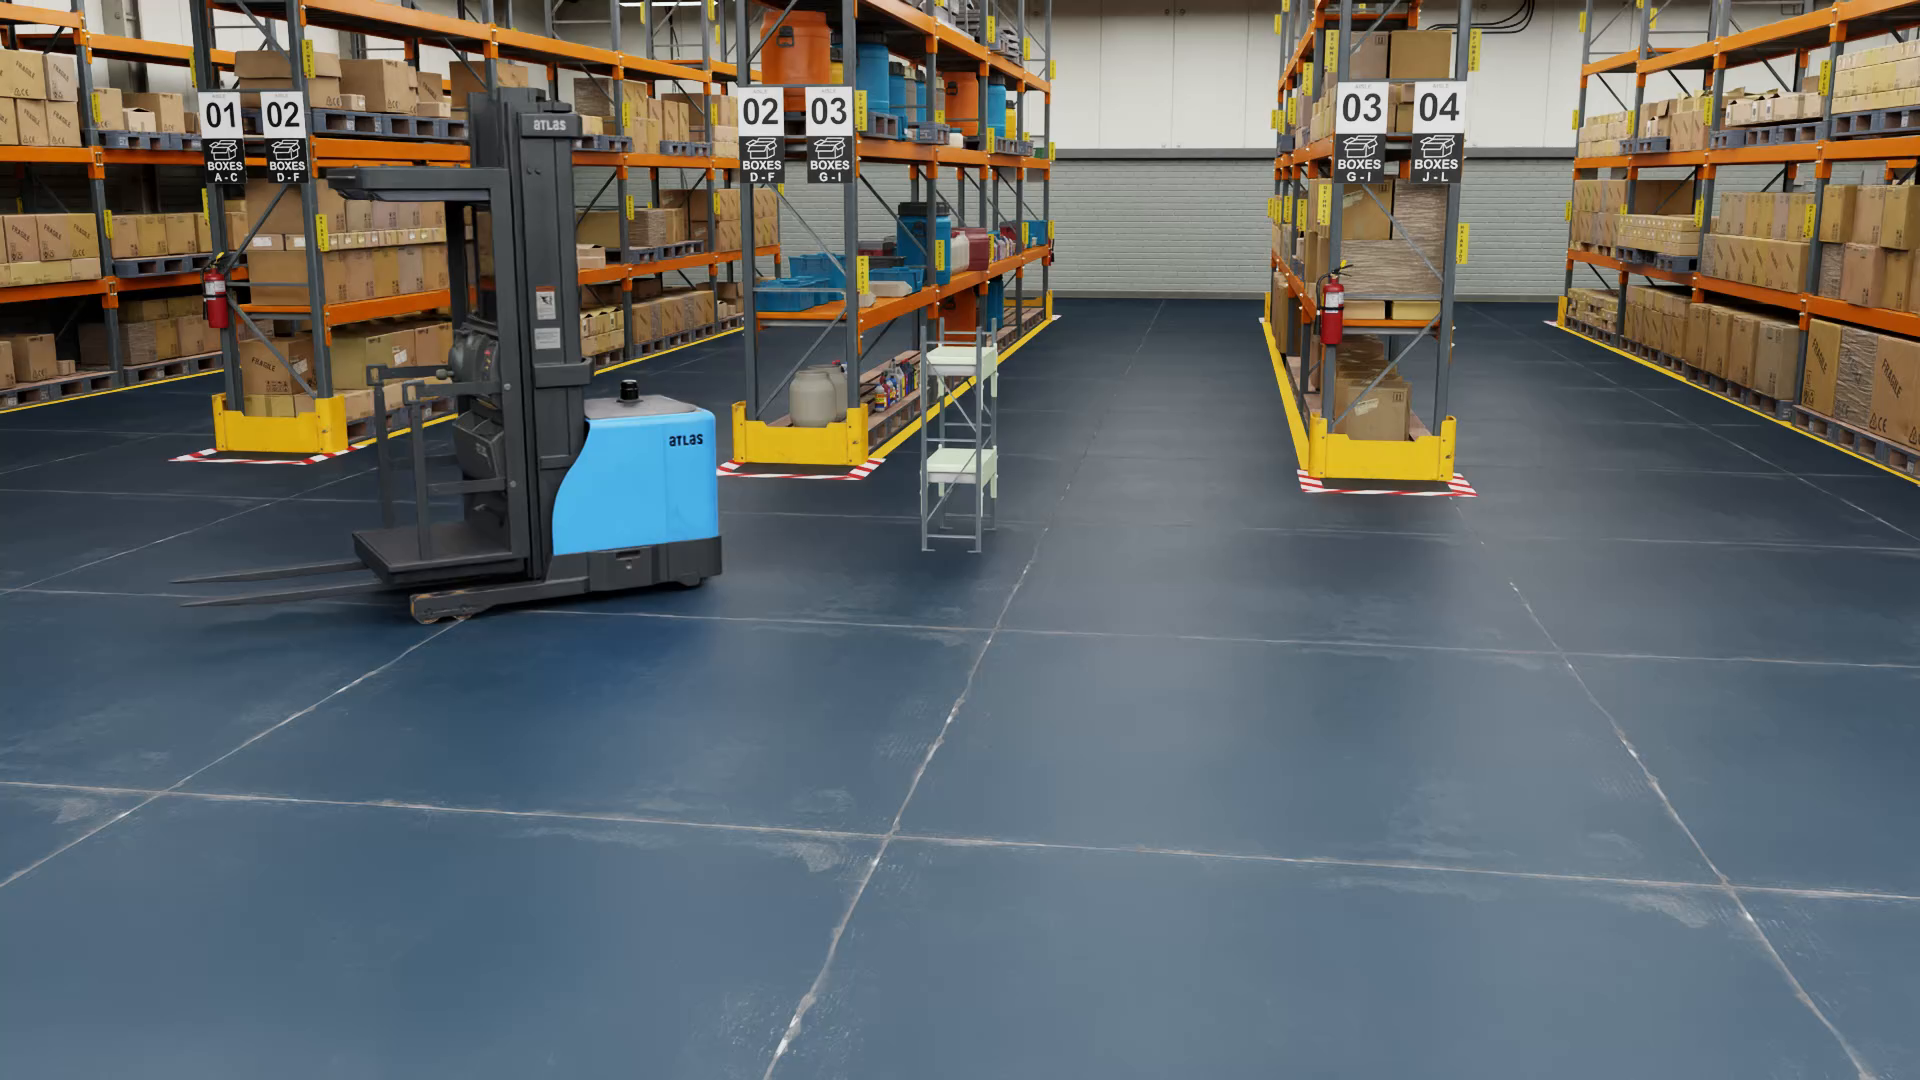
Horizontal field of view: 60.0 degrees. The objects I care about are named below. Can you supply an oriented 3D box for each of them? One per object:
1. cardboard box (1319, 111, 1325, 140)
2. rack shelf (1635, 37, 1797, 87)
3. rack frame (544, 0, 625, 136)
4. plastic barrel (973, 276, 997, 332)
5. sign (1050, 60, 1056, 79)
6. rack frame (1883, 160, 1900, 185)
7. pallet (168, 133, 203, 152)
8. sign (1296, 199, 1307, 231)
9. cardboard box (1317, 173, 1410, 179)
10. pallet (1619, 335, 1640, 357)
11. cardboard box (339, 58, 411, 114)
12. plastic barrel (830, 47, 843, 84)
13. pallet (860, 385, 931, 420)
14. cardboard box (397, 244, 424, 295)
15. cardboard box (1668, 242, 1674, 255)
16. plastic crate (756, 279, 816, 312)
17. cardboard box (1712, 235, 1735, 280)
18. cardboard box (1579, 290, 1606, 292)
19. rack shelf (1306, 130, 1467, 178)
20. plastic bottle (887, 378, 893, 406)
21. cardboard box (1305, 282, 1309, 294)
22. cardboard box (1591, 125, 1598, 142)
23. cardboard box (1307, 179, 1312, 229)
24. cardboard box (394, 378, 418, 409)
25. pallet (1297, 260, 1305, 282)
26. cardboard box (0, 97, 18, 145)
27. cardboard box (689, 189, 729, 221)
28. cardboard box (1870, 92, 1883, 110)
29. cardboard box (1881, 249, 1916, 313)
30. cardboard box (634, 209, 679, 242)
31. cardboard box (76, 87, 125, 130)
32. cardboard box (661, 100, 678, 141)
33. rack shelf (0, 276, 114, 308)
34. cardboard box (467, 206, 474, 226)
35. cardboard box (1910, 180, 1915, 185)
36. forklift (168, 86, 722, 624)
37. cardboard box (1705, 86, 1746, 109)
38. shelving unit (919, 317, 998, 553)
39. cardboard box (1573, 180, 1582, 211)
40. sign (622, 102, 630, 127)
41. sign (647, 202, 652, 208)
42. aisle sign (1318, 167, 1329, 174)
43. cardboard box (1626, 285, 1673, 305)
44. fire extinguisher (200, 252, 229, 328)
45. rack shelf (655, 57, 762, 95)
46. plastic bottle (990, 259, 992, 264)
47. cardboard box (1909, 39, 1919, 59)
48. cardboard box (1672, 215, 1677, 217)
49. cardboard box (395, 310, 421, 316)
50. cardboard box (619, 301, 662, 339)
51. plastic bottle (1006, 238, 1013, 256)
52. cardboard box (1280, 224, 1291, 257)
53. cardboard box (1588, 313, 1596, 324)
[{"bbox_3d":[3.575,-3.809,15.282,0.500,0.250,0.500,2,12,8],"label":"cardboard box"},{"bbox_3d":[9.942,-6.277,21.917,1.077,0.370,4.000,2,12,9],"label":"rack shelf"},{"bbox_3d":[-5.039,-6.911,22.203,1.000,3.000,0.127,2,12,9],"label":"rack frame"},{"bbox_3d":[0.261,-3.570,24.921,0.600,0.901,0.708,2,12,9],"label":"plastic barrel"},{"bbox_3d":[1.632,-8.243,29.150,0.100,0.325,0.005,2,12,9],"label":"sign"},{"bbox_3d":[15.772,-5.001,27.580,1.000,3.000,0.127,2,12,9],"label":"rack frame"},{"bbox_3d":[-10.193,-5.021,20.999,1.213,0.211,1.003,2,12,9],"label":"pallet"},{"bbox_3d":[3.585,-3.408,17.437,0.100,0.325,0.005,2,12,9],"label":"sign"},{"bbox_3d":[4.394,-3.484,18.118,1.000,1.000,1.000,2,12,9],"label":"cardboard box"},{"bbox_3d":[10.131,-2.783,23.904,1.003,0.211,1.213,2,12,9],"label":"pallet"},{"bbox_3d":[-5.744,-4.439,16.286,0.500,0.500,0.500,2,12,9],"label":"cardboard box"},{"bbox_3d":[-1.325,-4.157,15.100,0.600,0.588,0.600,0,12,0],"label":"plastic barrel"},{"bbox_3d":[-0.905,-1.483,17.875,1.003,0.211,1.213,2,12,9],"label":"pallet"},{"bbox_3d":[-5.949,-2.781,17.042,0.700,0.500,0.500,2,12,10],"label":"cardboard box"},{"bbox_3d":[9.296,-3.727,21.267,0.380,0.149,0.250,2,12,8],"label":"cardboard box"},{"bbox_3d":[-1.594,-2.193,14.904,0.499,0.251,0.616,2,12,9],"label":"plastic crate"},{"bbox_3d":[9.223,-3.334,19.604,0.500,0.500,0.500,2,12,8],"label":"cardboard box"},{"bbox_3d":[10.525,-4.084,27.681,0.380,0.149,0.250,2,12,10],"label":"cardboard box"},{"bbox_3d":[3.826,-3.523,15.307,1.077,0.370,4.000,2,12,9],"label":"rack shelf"},{"bbox_3d":[-0.720,-1.493,16.733,0.097,0.271,0.097,0,12,0],"label":"plastic bottle"},{"bbox_3d":[3.752,-2.615,17.103,0.380,0.149,0.250,2,12,9],"label":"cardboard box"},{"bbox_3d":[10.372,-6.482,26.498,0.500,0.250,0.500,2,12,9],"label":"cardboard box"},{"bbox_3d":[3.814,-3.422,16.935,0.500,0.500,0.500,2,12,9],"label":"cardboard box"},{"bbox_3d":[-5.816,-1.487,16.804,0.500,0.250,0.500,2,12,9],"label":"cardboard box"},{"bbox_3d":[4.485,-3.150,19.444,1.003,0.211,1.213,2,12,9],"label":"pallet"},{"bbox_3d":[-10.521,-4.496,17.832,0.500,0.500,0.500,1,12,6],"label":"cardboard box"},{"bbox_3d":[-4.073,-5.438,26.996,0.500,0.500,0.500,2,12,10],"label":"cardboard box"},{"bbox_3d":[8.473,-3.964,15.008,0.380,0.149,0.250,2,12,8],"label":"cardboard box"},{"bbox_3d":[8.730,-2.301,14.696,0.875,0.550,0.500,2,12,9],"label":"cardboard box"},{"bbox_3d":[-4.761,-4.829,25.547,0.700,0.500,0.500,4,13,18],"label":"cardboard box"},{"bbox_3d":[-10.386,-5.138,19.858,0.500,0.500,0.500,4,13,17],"label":"cardboard box"},{"bbox_3d":[-4.654,-6.338,25.193,0.600,0.600,0.600,2,12,8],"label":"cardboard box"},{"bbox_3d":[-10.857,-2.538,17.857,1.077,0.370,4.000,2,12,9],"label":"rack shelf"},{"bbox_3d":[-5.716,-3.737,18.395,0.700,0.500,0.500,2,12,9],"label":"cardboard box"},{"bbox_3d":[15.298,-5.628,26.340,0.380,0.149,0.250,1,12,7],"label":"cardboard box"},{"bbox_3d":[-2.995,-1.088,9.583,3.031,2.935,1.130,-7,14,-29],"label":"forklift"},{"bbox_3d":[9.440,-5.457,20.522,0.396,0.266,0.258,2,12,9],"label":"cardboard box"},{"bbox_3d":[-0.001,-0.732,11.329,0.431,1.500,0.755,2,12,9],"label":"shelving unit"},{"bbox_3d":[10.534,-5.739,27.686,0.500,0.500,0.500,2,12,8],"label":"cardboard box"},{"bbox_3d":[-4.492,-5.717,22.365,0.100,0.325,0.005,2,12,9],"label":"sign"},{"bbox_3d":[-4.961,-5.251,26.682,0.100,0.325,0.005,2,12,9],"label":"sign"},{"bbox_3d":[6.287,-6.598,28.820,0.394,0.787,0.004,2,12,9],"label":"aisle sign"},{"bbox_3d":[9.875,-3.513,23.829,0.500,0.250,0.500,1,12,6],"label":"cardboard box"},{"bbox_3d":[-6.746,-2.266,15.072,0.296,0.674,0.183,2,12,9],"label":"fire extinguisher"},{"bbox_3d":[-4.116,-7.807,28.075,1.077,0.370,4.000,2,12,9],"label":"rack shelf"},{"bbox_3d":[0.413,-4.011,23.261,0.061,0.283,0.133,2,12,9],"label":"plastic bottle"},{"bbox_3d":[8.355,-4.196,14.193,0.380,0.149,0.250,2,12,9],"label":"cardboard box"},{"bbox_3d":[10.340,-4.535,23.606,0.380,0.149,0.250,2,12,7],"label":"cardboard box"},{"bbox_3d":[-9.290,-3.986,26.975,0.750,0.750,0.750,2,12,9],"label":"cardboard box"},{"bbox_3d":[-4.611,-3.167,23.956,0.500,0.500,0.500,1,12,7],"label":"cardboard box"},{"bbox_3d":[0.729,-4.497,25.535,0.152,0.276,0.135,2,12,9],"label":"plastic bottle"},{"bbox_3d":[5.047,-4.451,24.789,0.500,0.500,0.500,2,12,9],"label":"cardboard box"},{"bbox_3d":[10.243,-3.531,26.529,0.380,0.149,0.250,2,12,9],"label":"cardboard box"}]
